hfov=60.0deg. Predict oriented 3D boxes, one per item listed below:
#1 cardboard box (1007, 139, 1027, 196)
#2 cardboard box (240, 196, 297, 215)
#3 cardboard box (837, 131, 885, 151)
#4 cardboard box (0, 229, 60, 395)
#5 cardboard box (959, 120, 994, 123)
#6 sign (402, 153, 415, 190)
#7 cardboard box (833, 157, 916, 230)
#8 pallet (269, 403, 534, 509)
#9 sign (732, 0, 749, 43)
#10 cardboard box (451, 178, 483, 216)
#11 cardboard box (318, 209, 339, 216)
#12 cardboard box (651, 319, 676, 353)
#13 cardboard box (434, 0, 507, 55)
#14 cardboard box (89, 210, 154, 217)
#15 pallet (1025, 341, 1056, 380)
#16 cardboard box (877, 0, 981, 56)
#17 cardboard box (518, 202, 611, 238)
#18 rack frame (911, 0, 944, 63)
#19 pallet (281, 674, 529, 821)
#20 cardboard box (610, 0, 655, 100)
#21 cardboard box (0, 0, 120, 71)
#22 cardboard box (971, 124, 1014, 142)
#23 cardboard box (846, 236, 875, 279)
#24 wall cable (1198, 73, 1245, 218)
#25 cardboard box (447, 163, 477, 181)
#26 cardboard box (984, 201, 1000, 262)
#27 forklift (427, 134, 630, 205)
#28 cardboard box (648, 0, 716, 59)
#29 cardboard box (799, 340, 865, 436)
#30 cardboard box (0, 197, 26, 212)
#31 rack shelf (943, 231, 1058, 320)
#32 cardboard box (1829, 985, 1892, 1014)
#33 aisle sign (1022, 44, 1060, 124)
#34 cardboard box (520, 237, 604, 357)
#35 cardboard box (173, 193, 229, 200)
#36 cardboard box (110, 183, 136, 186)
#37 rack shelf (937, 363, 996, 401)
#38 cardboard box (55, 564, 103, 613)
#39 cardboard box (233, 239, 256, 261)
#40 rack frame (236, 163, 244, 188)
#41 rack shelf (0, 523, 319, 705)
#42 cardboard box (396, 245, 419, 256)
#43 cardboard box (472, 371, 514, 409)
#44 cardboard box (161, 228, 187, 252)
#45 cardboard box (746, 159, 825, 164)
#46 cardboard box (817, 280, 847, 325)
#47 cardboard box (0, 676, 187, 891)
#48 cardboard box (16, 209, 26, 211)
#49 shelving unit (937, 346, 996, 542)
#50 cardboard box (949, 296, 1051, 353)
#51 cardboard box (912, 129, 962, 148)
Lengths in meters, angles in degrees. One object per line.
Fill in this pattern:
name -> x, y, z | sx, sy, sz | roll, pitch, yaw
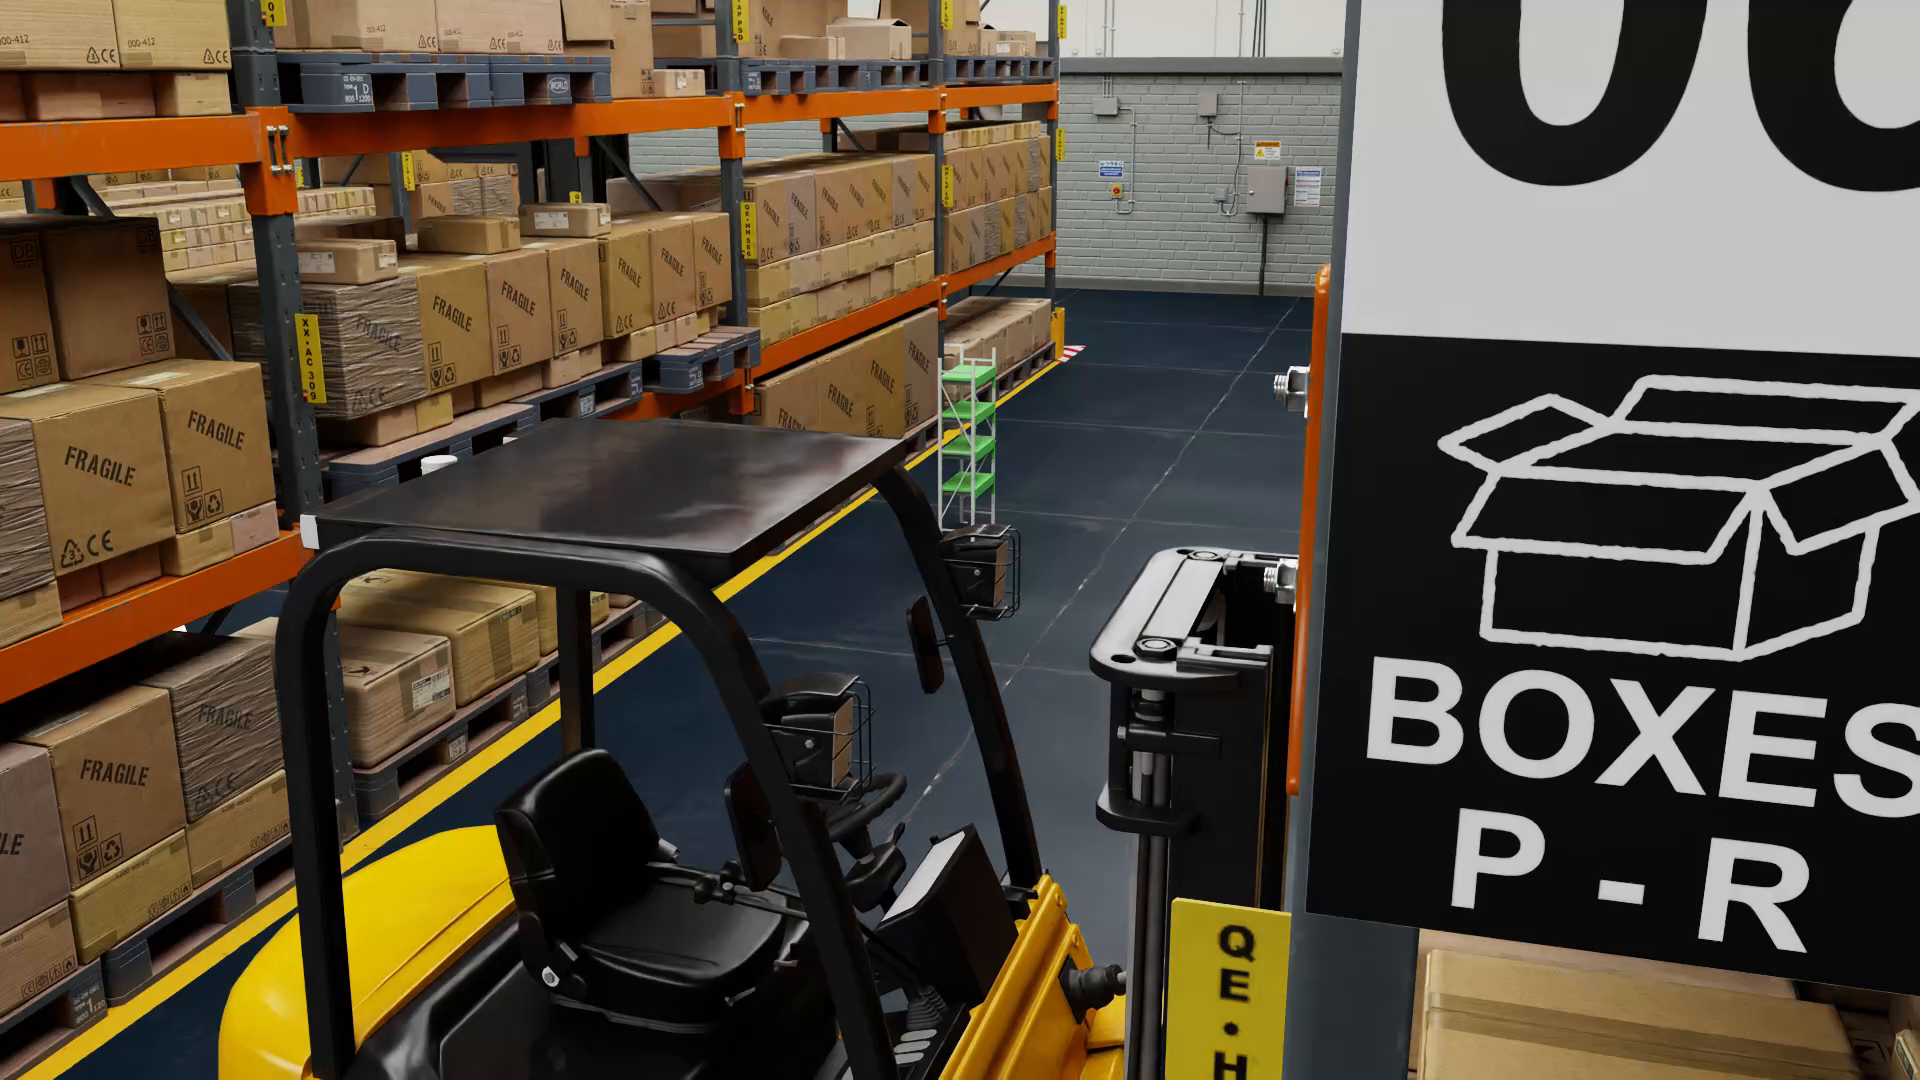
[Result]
cardboard box -> 0.336, -3.542, 15.805 | 0.500, 0.500, 0.500 | 5, 16, 16
cardboard box -> -5.628, -2.713, 13.499 | 0.380, 0.149, 0.250 | 4, 16, 14
cardboard box -> -0.845, -3.326, 13.854 | 0.380, 0.149, 0.250 | 4, 16, 15
cardboard box -> -3.400, -0.728, 5.340 | 0.700, 0.500, 0.500 | 5, 17, 16
cardboard box -> 0.137, -4.122, 16.659 | 0.380, 0.149, 0.250 | 5, 17, 17
sign -> -4.869, -3.252, 14.675 | 0.100, 0.325, 0.005 | 5, 16, 16
cardboard box -> -0.654, -2.636, 12.611 | 0.500, 0.500, 0.500 | 5, 17, 17
pallet -> -2.544, -0.383, 7.033 | 1.003, 0.211, 1.213 | 5, 16, 16
sign -> -1.245, -2.982, 9.401 | 0.100, 0.325, 0.005 | 5, 16, 16
cardboard box -> -4.886, -3.168, 15.773 | 0.500, 0.500, 0.500 | 5, 16, 16
cardboard box -> -5.473, -2.708, 14.025 | 0.380, 0.149, 0.250 | 5, 17, 18
cardboard box -> -1.747, -1.100, 8.900 | 0.380, 0.149, 0.250 | 4, 16, 13
cardboard box -> -2.207, -2.114, 6.793 | 0.500, 0.250, 0.500 | 4, 16, 15
cardboard box -> -6.074, -2.298, 12.034 | 0.380, 0.149, 0.250 | 5, 16, 16
pallet -> 0.357, -1.869, 17.032 | 1.003, 0.211, 1.213 | 5, 16, 16
cardboard box -> -0.275, -4.478, 14.479 | 0.797, 0.503, 0.637 | 6, 17, 20
cardboard box -> -1.959, -1.588, 8.245 | 0.380, 0.149, 0.250 | 4, 16, 13
rack frame -> -0.628, -5.266, 12.902 | 1.000, 3.000, 0.127 | 5, 16, 16
pallet -> -2.681, 0.851, 7.441 | 1.003, 0.211, 1.213 | 5, 16, 16
cardboard box -> -2.043, -2.577, 8.737 | 0.700, 0.500, 0.500 | 5, 16, 16
cardboard box -> -2.911, -1.532, 4.965 | 0.500, 0.250, 0.500 | 4, 16, 15
cardboard box -> 0.289, -3.820, 15.594 | 0.380, 0.149, 0.250 | 5, 17, 17
cardboard box -> -0.925, -2.011, 11.781 | 0.500, 0.250, 0.500 | 5, 17, 17
wall cable -> 3.452, -5.285, 22.102 | 0.588, 1.984, 0.122 | 5, 16, 16
cardboard box -> -4.908, -3.645, 15.622 | 0.500, 0.500, 0.500 | 4, 16, 14
cardboard box -> 0.051, -2.791, 14.989 | 0.500, 0.500, 0.500 | 5, 17, 16
forklift -> -3.206, -1.935, 12.281 | 3.031, 2.935, 1.130 | 2, 16, 6
cardboard box -> -1.802, -3.138, 9.940 | 0.797, 0.503, 0.637 | 4, 16, 12
cardboard box -> -1.231, -0.920, 11.700 | 0.875, 0.875, 0.875 | 5, 17, 17
cardboard box -> -9.744, -3.321, 16.772 | 0.500, 0.250, 0.500 | 4, 16, 15
rack shelf -> -0.059, -2.557, 15.664 | 1.077, 0.370, 4.000 | 5, 16, 16
cardboard box -> 1.191, 0.433, 1.887 | 0.380, 0.149, 0.250 | 5, 17, 17
aisle sign -> 0.827, -4.671, 17.037 | 0.394, 0.787, 0.004 | 5, 16, 16
cardboard box -> -2.062, -1.175, 7.976 | 0.500, 0.500, 0.500 | 4, 16, 14
cardboard box -> -6.249, -2.764, 13.679 | 0.380, 0.149, 0.250 | 4, 16, 15
cardboard box -> -9.675, -3.893, 18.787 | 0.500, 0.250, 0.500 | 4, 16, 14
rack shelf -> 0.047, -1.021, 10.705 | 0.258, 0.148, 0.480 | 5, 16, 16
cardboard box -> -2.997, 0.134, 5.320 | 0.380, 0.149, 0.250 | 4, 16, 15
cardboard box -> -5.768, -2.288, 13.089 | 0.380, 0.149, 0.250 | 4, 16, 14
rack frame -> -8.992, -4.194, 20.120 | 1.000, 3.000, 0.127 | 5, 16, 16
rack shelf -> -3.469, 0.583, 4.595 | 1.077, 0.370, 4.000 | 5, 16, 16
cardboard box -> -2.698, -1.083, 7.651 | 0.500, 0.500, 0.500 | 5, 17, 18
cardboard box -> -2.241, -0.696, 7.478 | 0.380, 0.149, 0.250 | 5, 17, 17
cardboard box -> -5.990, -2.233, 12.350 | 0.380, 0.149, 0.250 | 5, 17, 16
cardboard box -> -1.291, -2.549, 12.305 | 0.500, 0.500, 0.500 | 4, 16, 14
cardboard box -> -1.100, -1.642, 11.395 | 0.500, 0.250, 0.500 | 5, 17, 18
cardboard box -> -2.955, 0.782, 5.469 | 0.500, 0.500, 0.500 | 5, 17, 17
cardboard box -> -6.691, -2.356, 12.237 | 0.380, 0.149, 0.250 | 5, 17, 18
shelving unit -> 0.047, -0.621, 10.818 | 0.258, 1.200, 0.503 | 5, 16, 16
cardboard box -> 0.417, -2.215, 17.067 | 0.875, 0.438, 0.875 | 4, 16, 14
cardboard box -> -0.199, -3.421, 14.191 | 0.380, 0.149, 0.250 | 4, 16, 15
